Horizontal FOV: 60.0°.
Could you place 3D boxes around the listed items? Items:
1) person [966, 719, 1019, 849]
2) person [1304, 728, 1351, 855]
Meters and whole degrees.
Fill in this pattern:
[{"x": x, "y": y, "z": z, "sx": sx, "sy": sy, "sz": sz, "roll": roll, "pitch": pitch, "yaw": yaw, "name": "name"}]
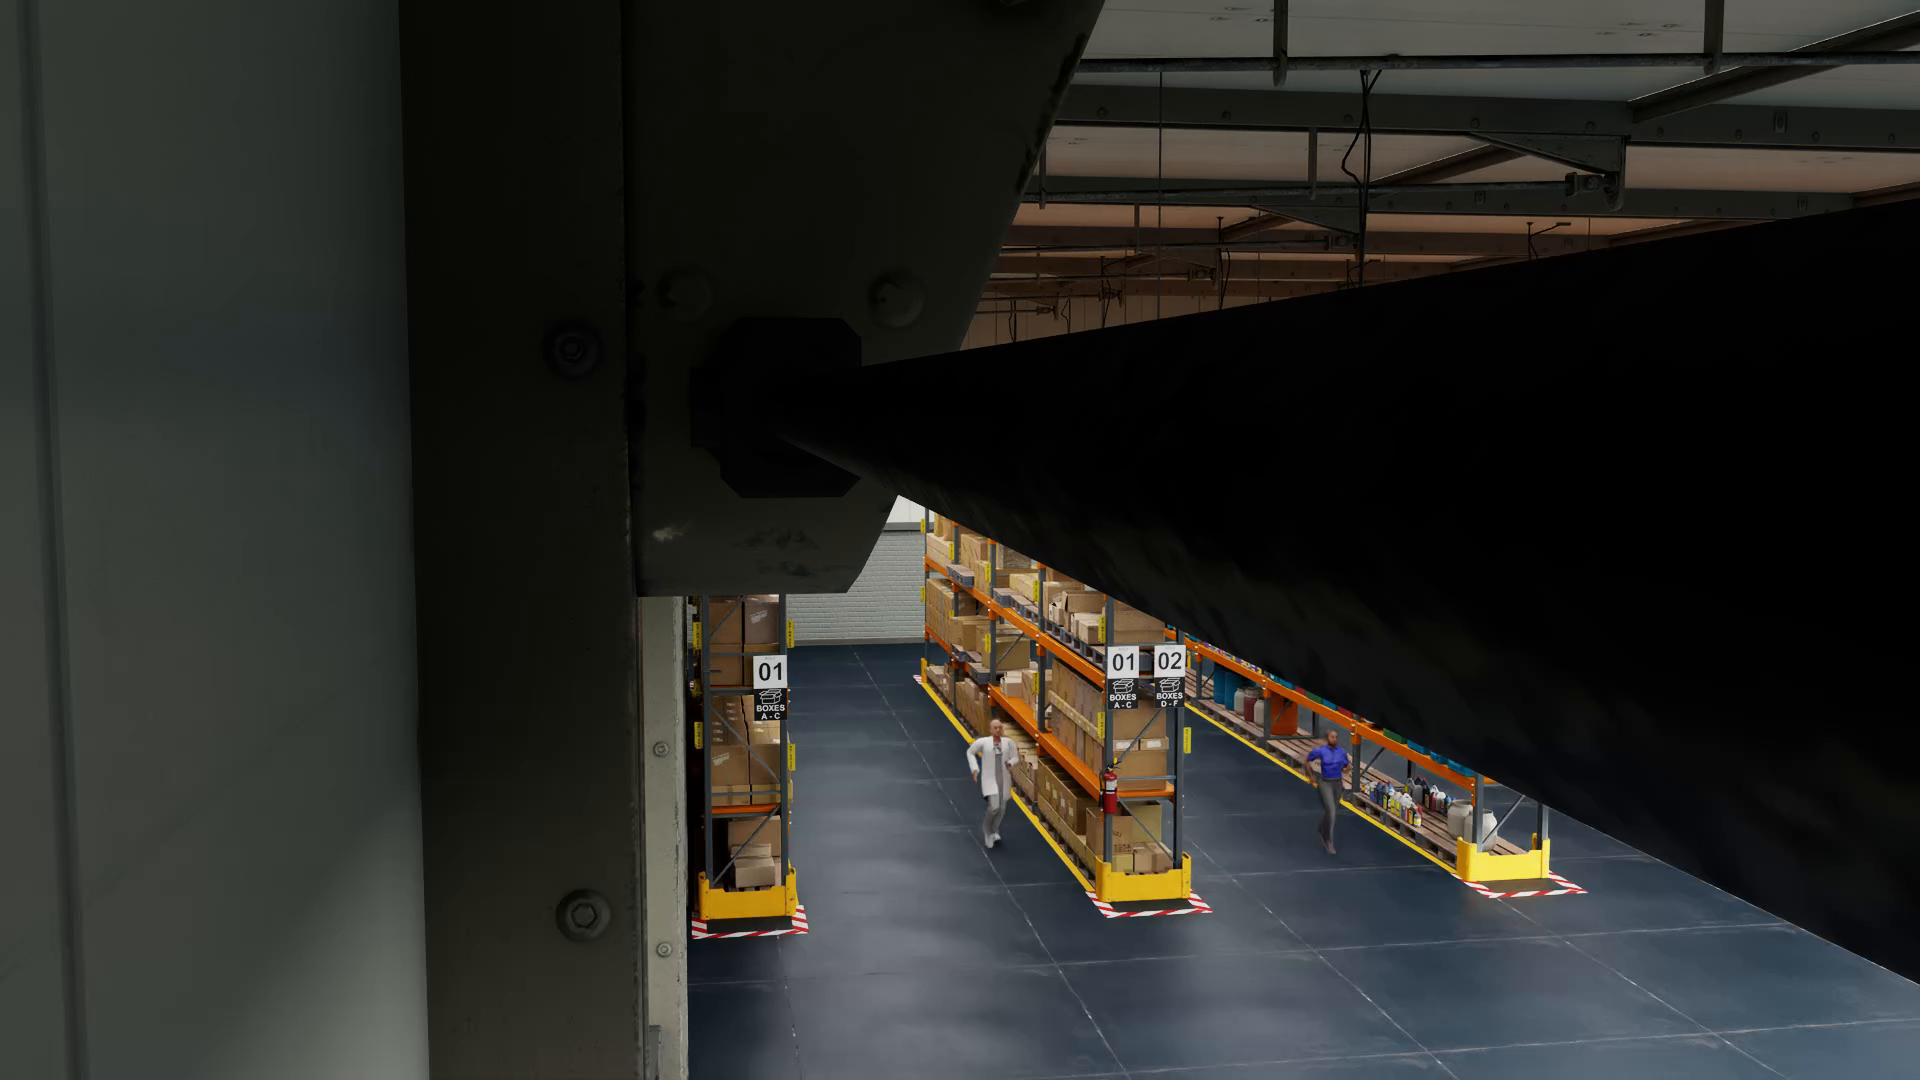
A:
[{"x": 0.499, "y": 3.405, "z": 23.241, "sx": 0.675, "sy": 1.794, "sz": 0.765, "roll": -2, "pitch": 5, "yaw": -19, "name": "person"}, {"x": 5.139, "y": 3.481, "z": 23.136, "sx": 0.549, "sy": 1.708, "sz": 0.766, "roll": -2, "pitch": 5, "yaw": -19, "name": "person"}]
